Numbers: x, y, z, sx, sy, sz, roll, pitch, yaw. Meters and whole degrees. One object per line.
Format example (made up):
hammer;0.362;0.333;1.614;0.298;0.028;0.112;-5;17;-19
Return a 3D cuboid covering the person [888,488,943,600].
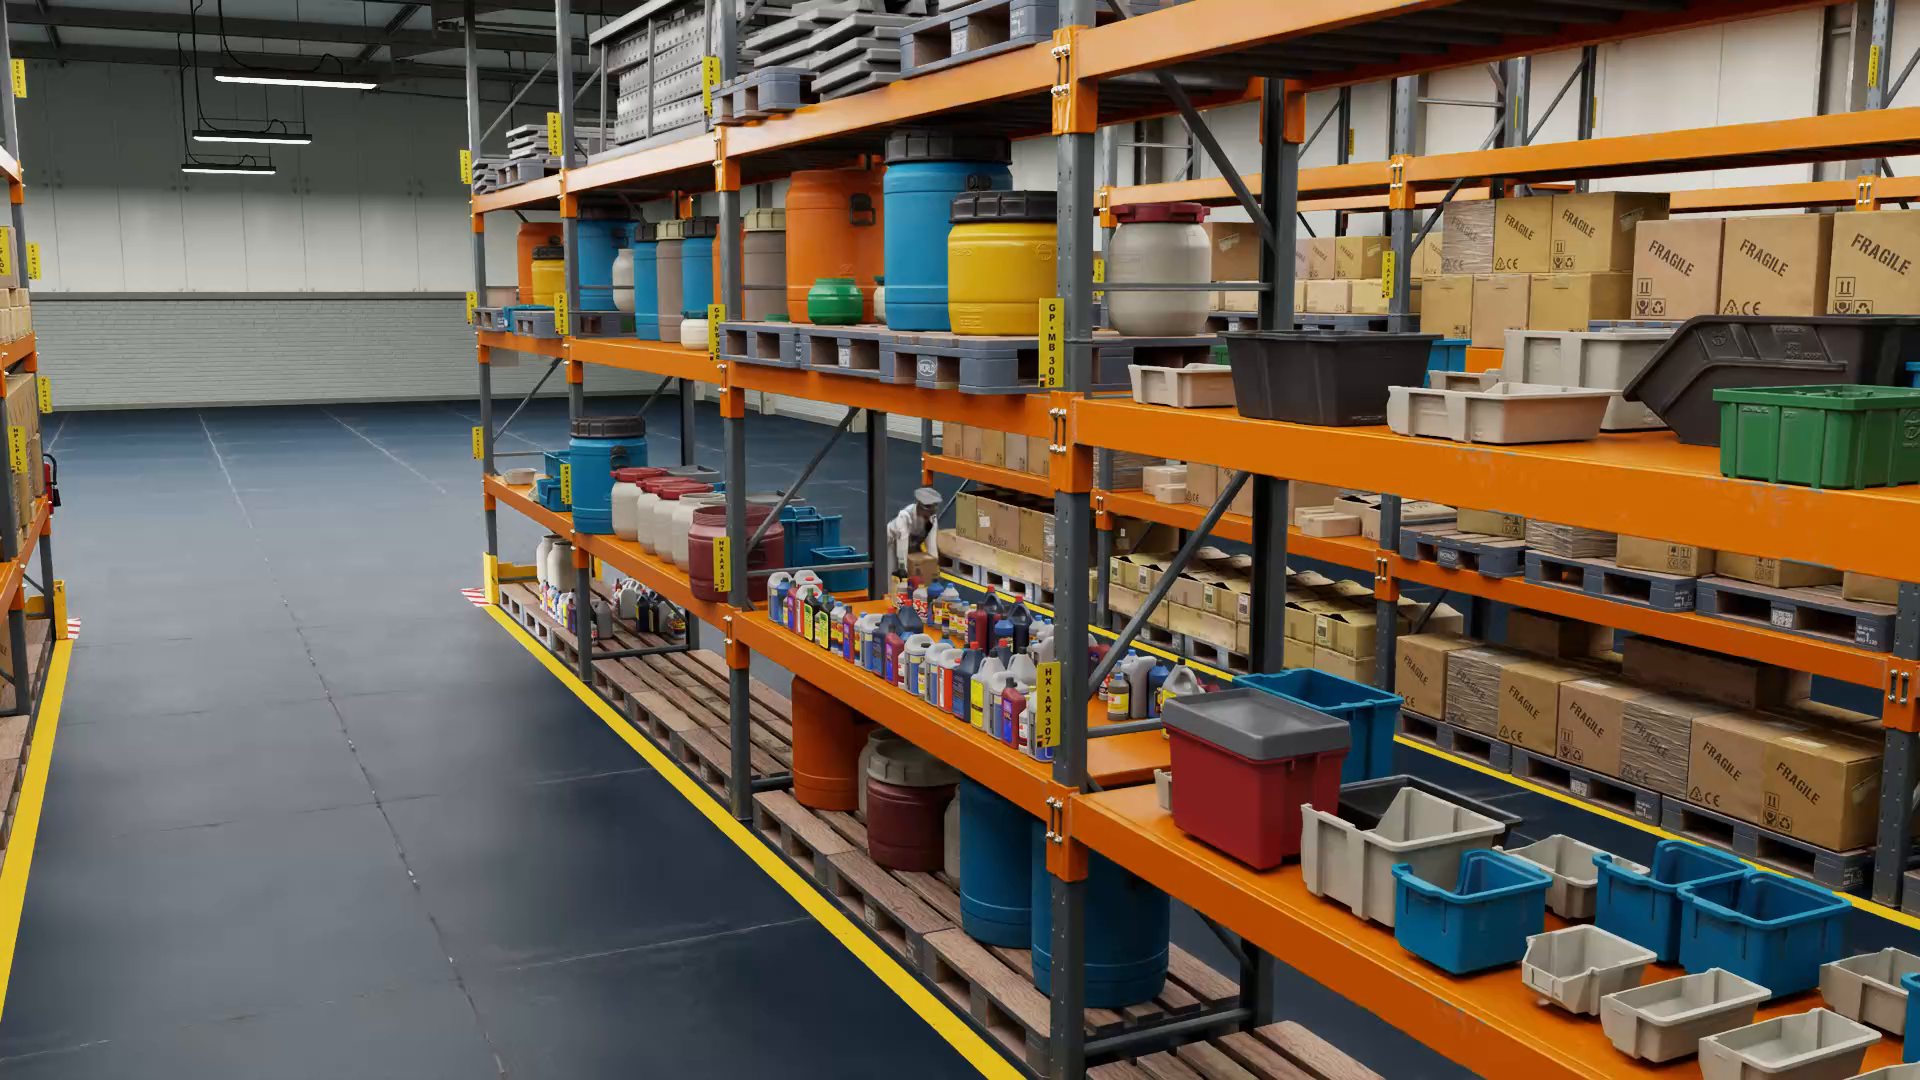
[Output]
person;-0.419;0.214;15.252;0.407;1.427;0.814;-4;10;-27
